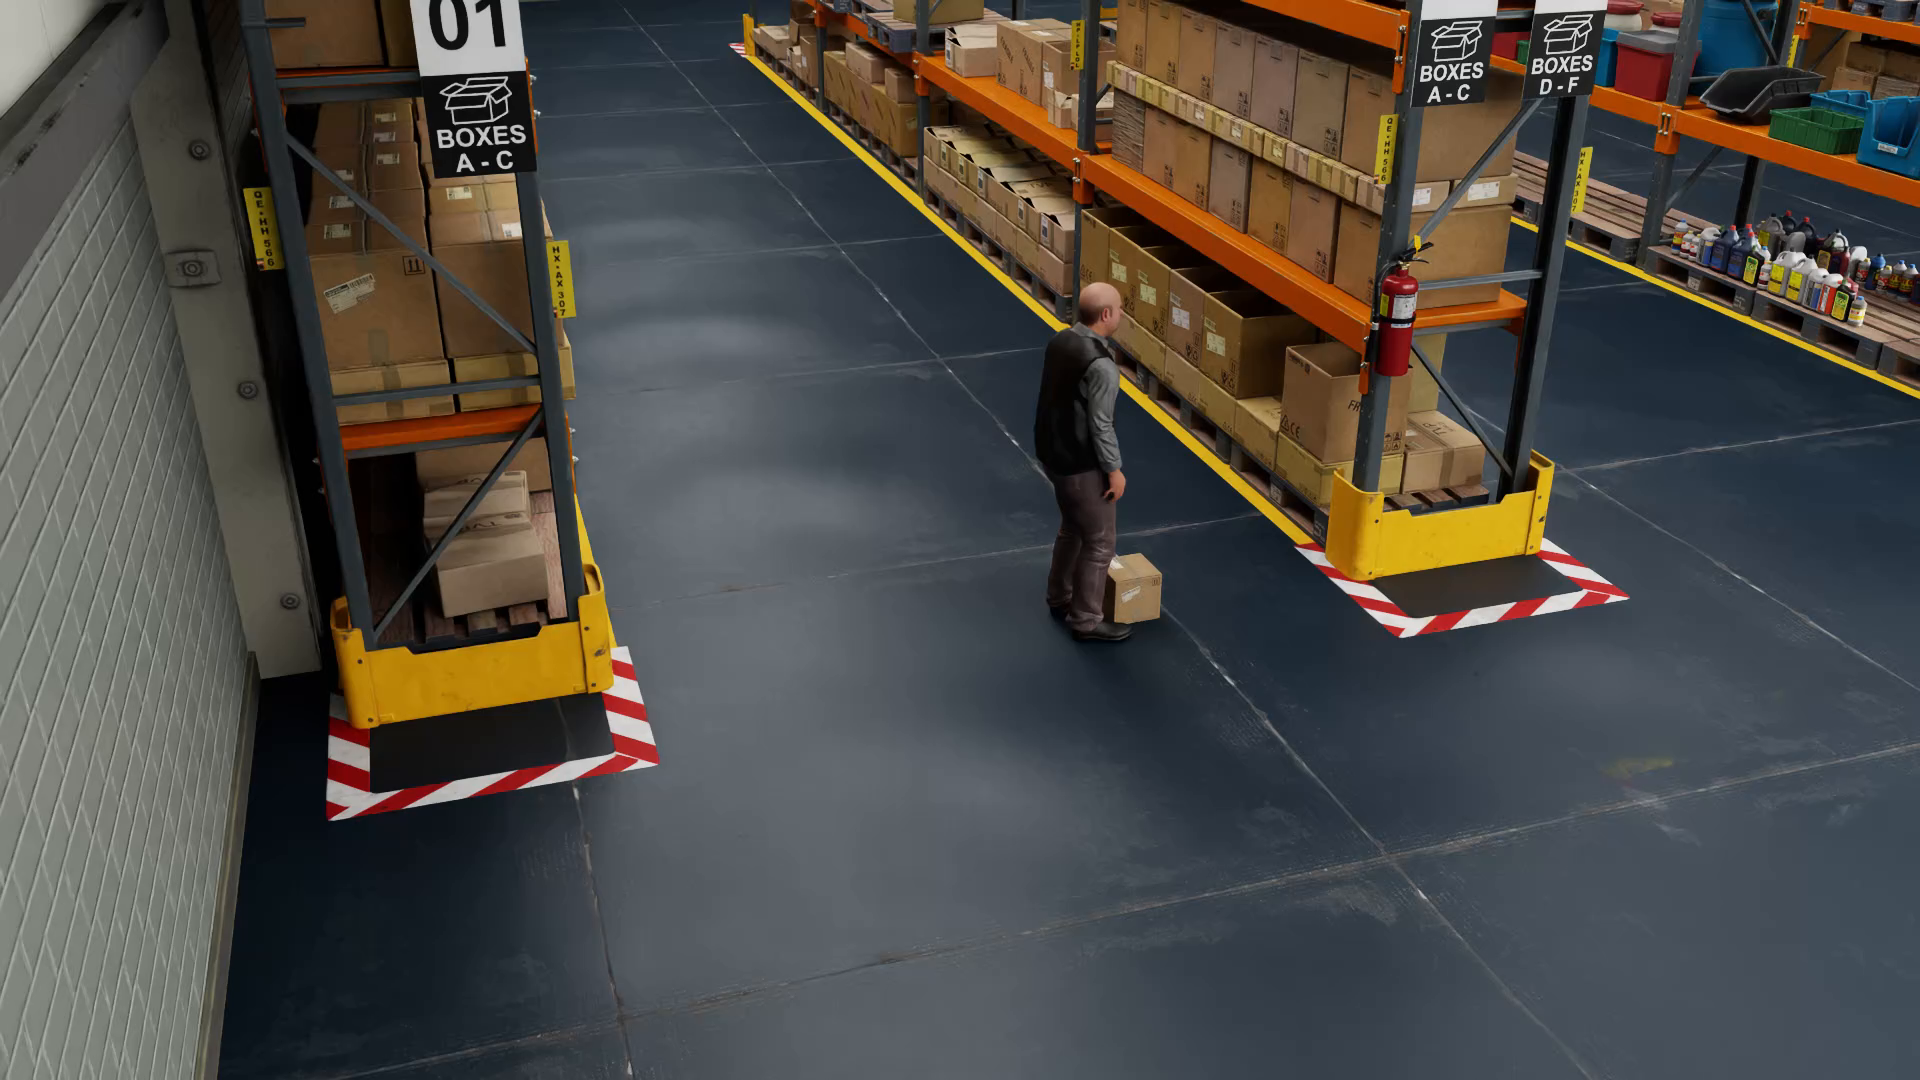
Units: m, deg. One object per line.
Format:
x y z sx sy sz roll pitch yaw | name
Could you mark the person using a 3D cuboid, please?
0.571 -0.377 7.907 0.415 1.722 0.591 -9 28 -18 | person
